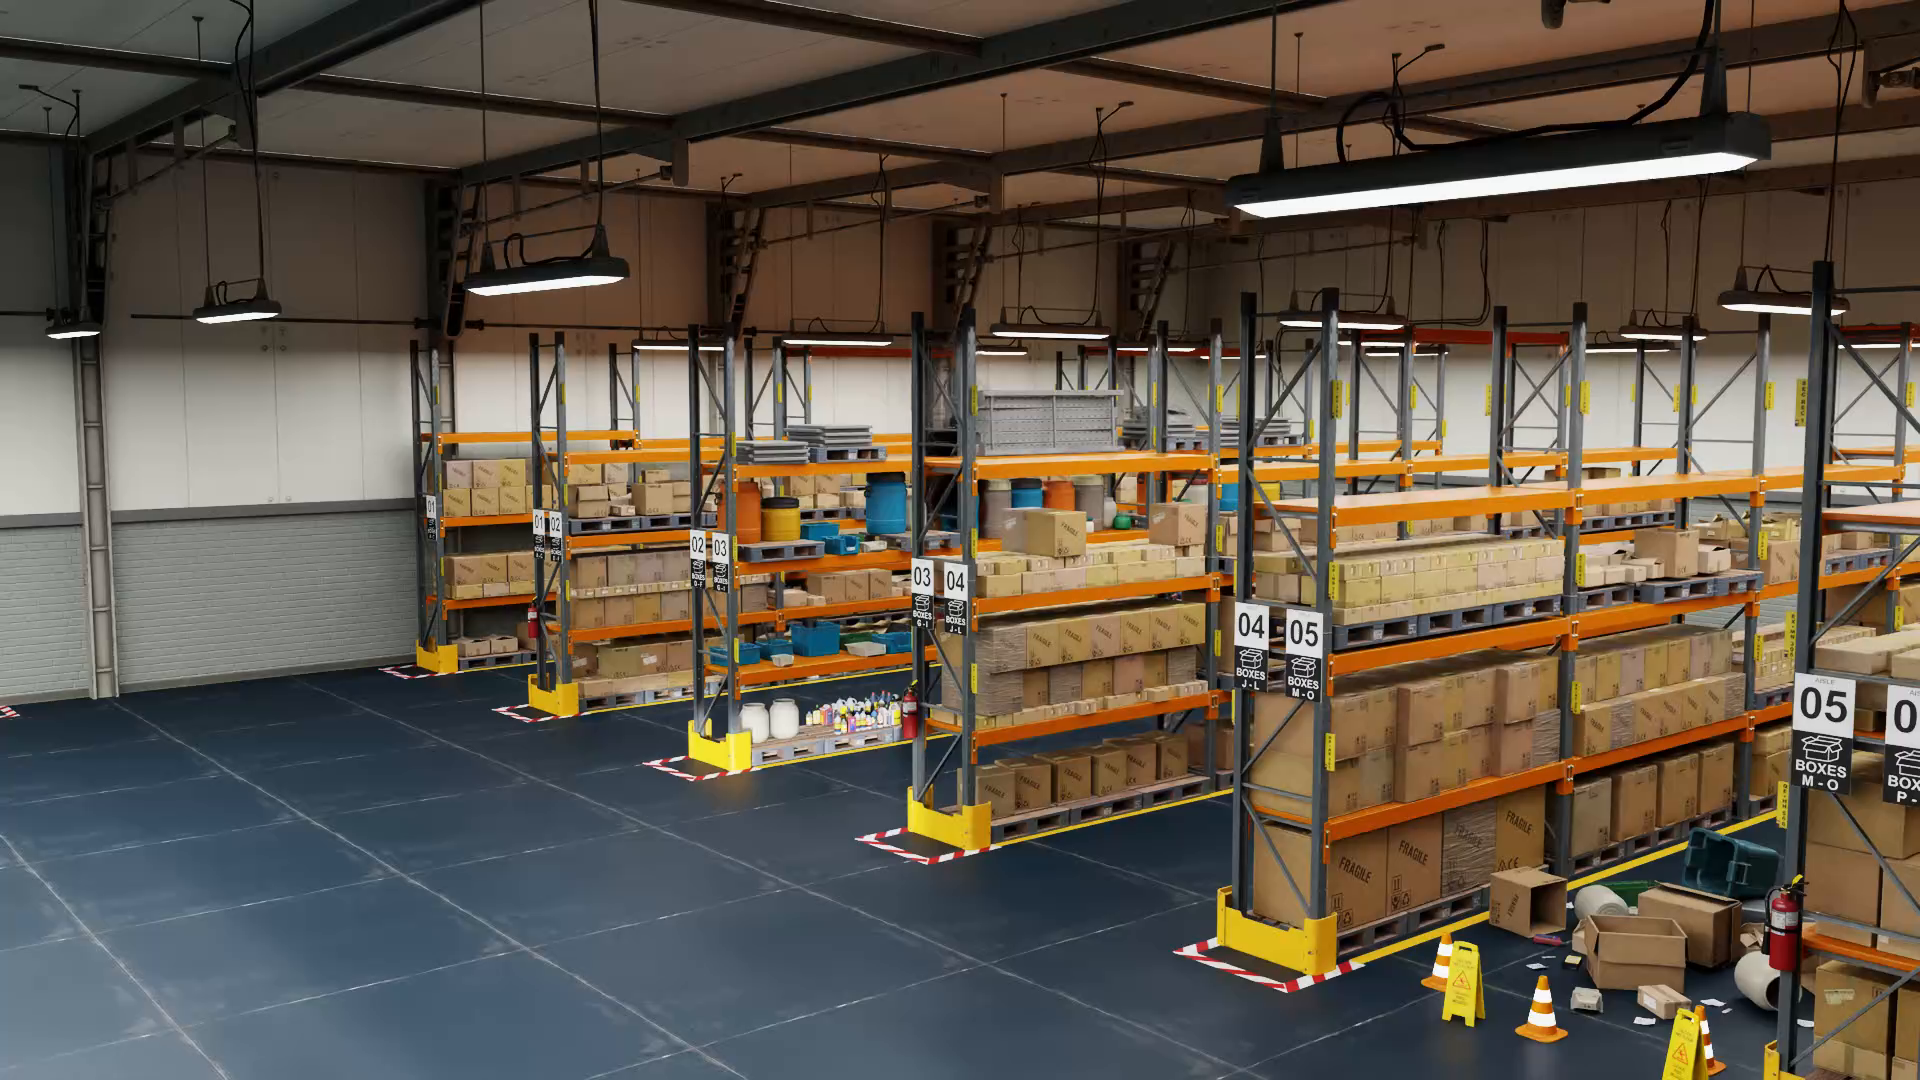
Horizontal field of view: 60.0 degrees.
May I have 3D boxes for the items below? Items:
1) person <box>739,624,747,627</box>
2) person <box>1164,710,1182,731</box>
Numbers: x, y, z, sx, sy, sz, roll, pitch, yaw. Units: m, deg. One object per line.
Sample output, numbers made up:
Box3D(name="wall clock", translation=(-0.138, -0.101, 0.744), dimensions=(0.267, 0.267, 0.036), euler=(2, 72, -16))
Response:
Box3D(name="person", translation=(-4.118, 1.470, 30.902), dimensions=(0.579, 1.759, 0.864), euler=(4, 7, 39))
Box3D(name="person", translation=(3.064, 1.853, 23.760), dimensions=(0.617, 1.681, 0.696), euler=(4, 7, 40))
